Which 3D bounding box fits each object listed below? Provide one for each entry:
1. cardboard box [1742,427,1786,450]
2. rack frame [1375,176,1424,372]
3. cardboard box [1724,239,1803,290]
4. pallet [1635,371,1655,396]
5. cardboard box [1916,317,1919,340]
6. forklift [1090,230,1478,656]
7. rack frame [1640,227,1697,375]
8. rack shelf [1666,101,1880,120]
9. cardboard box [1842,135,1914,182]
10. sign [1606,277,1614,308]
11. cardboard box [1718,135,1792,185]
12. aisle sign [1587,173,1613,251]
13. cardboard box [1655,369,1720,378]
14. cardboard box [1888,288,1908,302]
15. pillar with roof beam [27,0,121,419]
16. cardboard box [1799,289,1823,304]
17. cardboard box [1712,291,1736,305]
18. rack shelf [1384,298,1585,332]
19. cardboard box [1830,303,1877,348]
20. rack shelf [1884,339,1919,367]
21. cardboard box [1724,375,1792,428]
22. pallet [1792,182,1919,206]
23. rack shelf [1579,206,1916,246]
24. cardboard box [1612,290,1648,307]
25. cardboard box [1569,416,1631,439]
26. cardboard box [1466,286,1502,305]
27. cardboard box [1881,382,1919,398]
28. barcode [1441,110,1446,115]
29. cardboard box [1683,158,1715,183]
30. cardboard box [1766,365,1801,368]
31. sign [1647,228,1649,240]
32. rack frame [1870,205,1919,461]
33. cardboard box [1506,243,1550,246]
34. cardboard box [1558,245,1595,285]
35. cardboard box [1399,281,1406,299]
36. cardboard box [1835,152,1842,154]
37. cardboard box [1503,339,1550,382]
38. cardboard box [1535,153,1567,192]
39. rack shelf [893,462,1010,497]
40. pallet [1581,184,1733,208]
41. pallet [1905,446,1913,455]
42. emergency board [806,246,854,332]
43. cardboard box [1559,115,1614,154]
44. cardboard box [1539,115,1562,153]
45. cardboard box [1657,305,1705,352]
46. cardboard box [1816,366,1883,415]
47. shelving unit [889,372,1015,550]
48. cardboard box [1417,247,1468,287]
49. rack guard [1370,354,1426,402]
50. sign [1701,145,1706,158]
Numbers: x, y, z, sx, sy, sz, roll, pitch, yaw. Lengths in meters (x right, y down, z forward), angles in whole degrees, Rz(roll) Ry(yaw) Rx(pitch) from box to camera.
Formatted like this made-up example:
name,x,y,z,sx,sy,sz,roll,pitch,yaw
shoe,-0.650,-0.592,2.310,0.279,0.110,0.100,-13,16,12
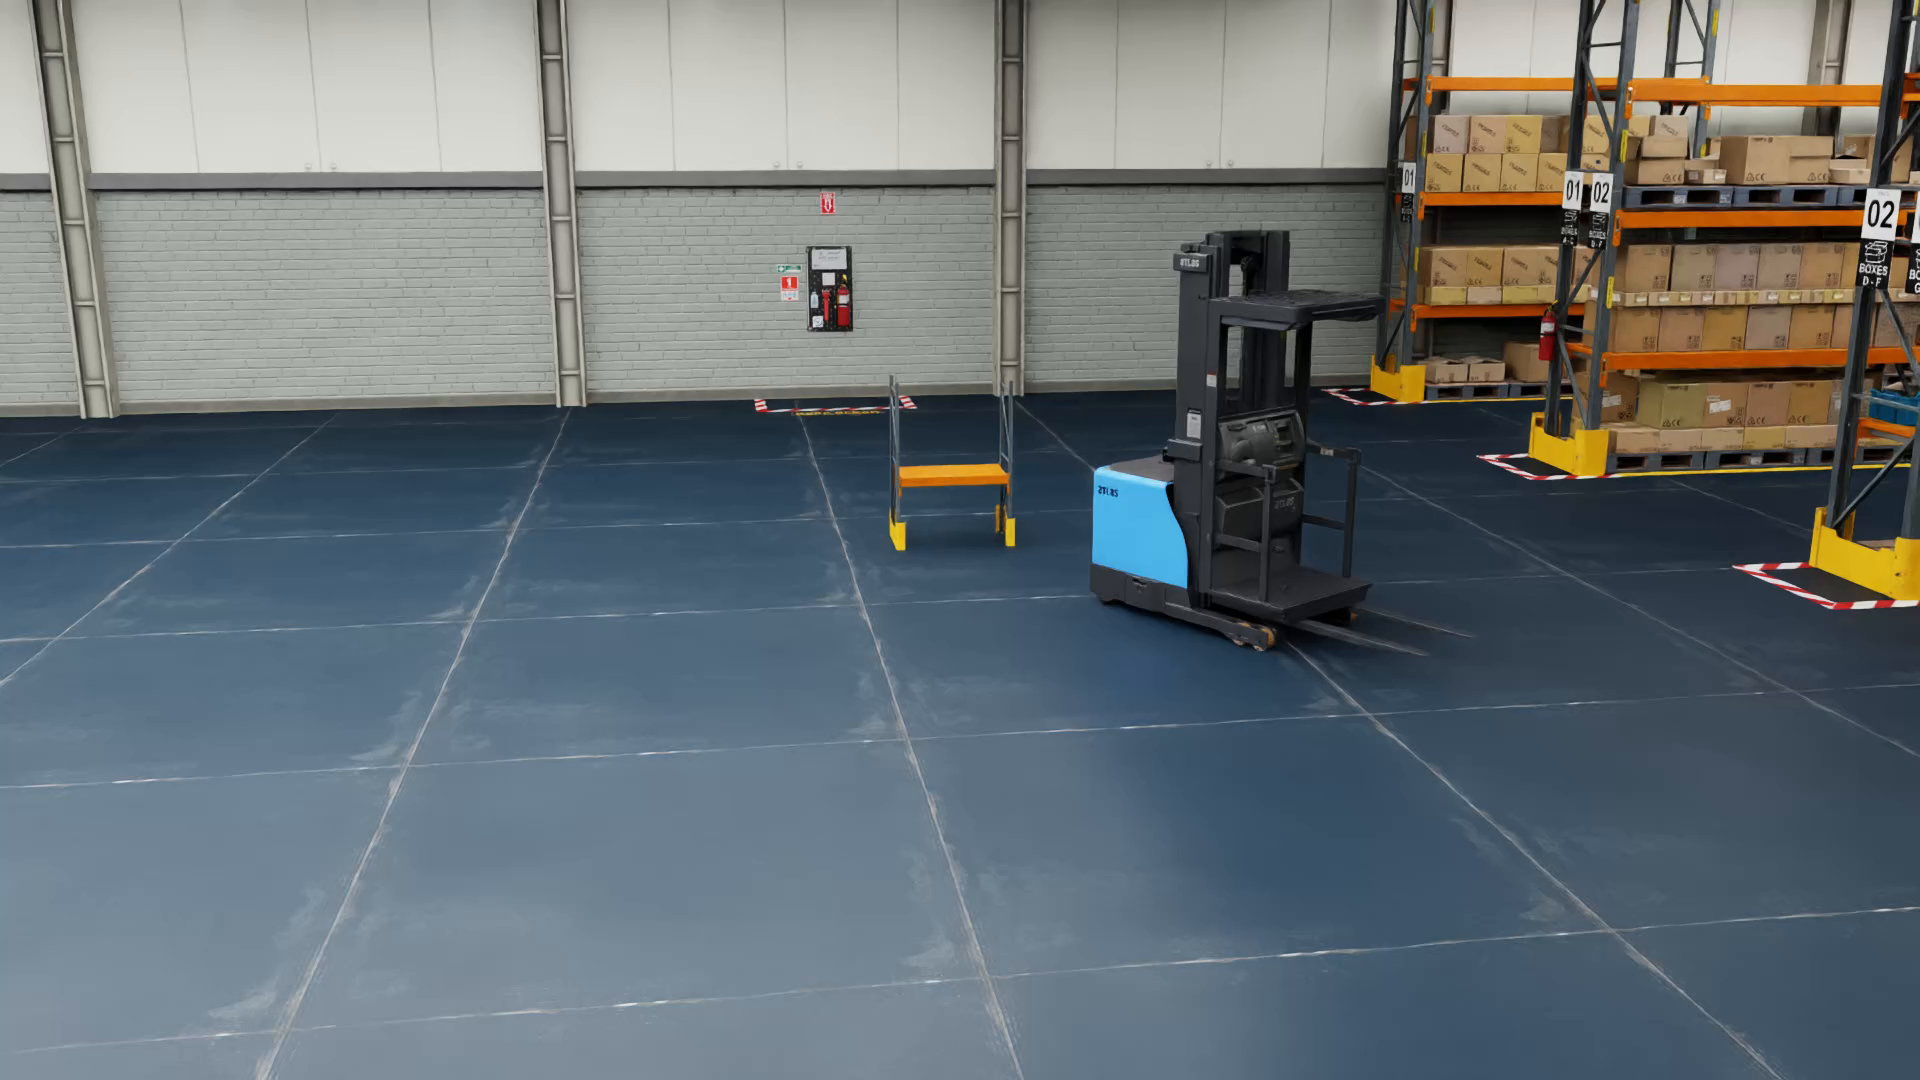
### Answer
name,x,y,z,sx,sy,sz,roll,pitch,yaw
cardboard box,8.839,-1.182,18.585,0.500,0.250,0.500,-2,14,-8
rack frame,6.050,-3.483,22.973,0.127,3.000,1.000,-2,14,-8
cardboard box,8.821,-3.042,18.342,0.500,0.500,0.700,-2,14,-8
pallet,9.347,-2.243,23.759,1.213,0.211,1.003,-2,14,-8
cardboard box,11.228,-2.392,18.931,0.500,0.250,0.500,-1,14,-5
forklift,2.387,-0.756,12.240,1.130,2.935,3.031,-12,18,-40
rack frame,10.006,-3.628,23.551,0.127,3.000,1.000,-2,14,-8
rack shelf,11.984,-6.068,23.246,4.000,0.370,1.077,-2,14,-8
cardboard box,10.210,-4.257,18.535,0.500,0.500,0.500,-1,14,-4
sign,6.869,-2.616,17.574,0.005,0.325,0.100,-2,14,-8
cardboard box,8.475,-4.061,17.755,0.500,0.500,0.500,-2,14,-8
aisle sign,6.773,-3.477,17.602,0.004,0.787,0.394,-2,14,-8
cardboard box,8.265,-1.656,18.936,0.500,0.500,0.500,-2,14,-8
cardboard box,10.266,-2.730,18.430,0.250,0.149,0.380,-2,14,-9
pillar with roof beam,-10.544,-4.939,16.444,0.400,9.000,9.100,-2,14,-8
cardboard box,9.255,-2.693,18.282,0.250,0.149,0.380,-2,14,-7
cardboard box,8.233,-2.655,18.132,0.250,0.149,0.380,-3,14,-10
rack shelf,8.028,-3.207,23.349,4.000,0.370,1.077,-2,14,-8
cardboard box,9.789,-2.447,18.635,0.500,0.500,0.700,-2,14,-9
rack shelf,12.725,-2.160,19.177,4.000,0.370,1.077,-2,14,-8
cardboard box,8.839,-1.545,18.492,0.500,0.500,0.500,-2,14,-8
pallet,9.908,-3.812,18.298,1.213,0.211,1.003,-2,14,-8
rack shelf,8.770,-3.470,18.234,4.000,0.370,1.077,-2,14,-8
cardboard box,7.212,-2.617,17.981,0.250,0.149,0.380,-2,14,-9
cardboard box,7.278,-1.252,18.866,0.500,0.250,0.500,-2,14,-8
cardboard box,7.092,-3.384,22.843,0.500,0.250,0.500,-3,14,-10
cardboard box,11.105,-1.662,19.349,0.500,0.311,0.500,-2,14,-8
barcode,6.678,-5.909,22.983,0.075,0.075,0.001,-2,14,-8
cardboard box,7.892,-4.051,18.227,0.500,0.250,0.500,-2,14,-8
cardboard box,11.745,-2.699,24.081,0.500,0.500,0.700,-2,14,-8
sign,9.920,-4.323,23.942,0.005,0.325,0.100,-2,14,-8
rack frame,10.748,-2.437,18.800,0.127,3.000,1.000,-2,14,-8
cardboard box,7.993,-3.906,23.384,0.500,0.500,0.500,-2,14,-8
cardboard box,8.592,-3.802,22.970,0.500,0.500,0.500,-3,14,-10
cardboard box,6.484,-3.484,23.242,0.500,0.250,0.500,-2,14,-7
cardboard box,12.666,-5.263,23.650,0.637,0.503,0.797,0,14,0
cardboard box,8.045,-2.523,23.377,0.500,0.500,0.700,-3,14,-12
cardboard box,7.994,-5.004,22.622,0.500,0.500,0.500,-1,14,-5
rack shelf,-0.084,-0.550,15.099,1.000,0.185,0.538,-2,14,-8
pallet,7.495,-3.723,17.945,1.213,0.211,1.003,-2,14,-8
pallet,11.470,-1.120,19.283,1.213,0.211,1.003,-2,14,-8
emergency board,-1.769,-3.419,22.716,0.643,1.169,0.194,-2,14,-8
cardboard box,8.496,-5.499,22.542,0.500,0.500,0.500,-3,14,-10
cardboard box,7.965,-5.611,22.990,0.500,0.500,0.500,-2,14,-8
cardboard box,7.774,-2.374,18.346,0.500,0.500,0.700,-2,14,-7
cardboard box,10.242,-1.729,19.225,0.500,0.500,0.500,-2,14,-8
shelving unit,-0.075,-0.725,15.057,1.083,1.500,0.587,-2,14,-8
cardboard box,6.567,-3.729,22.678,0.500,0.500,0.500,-2,14,-8
rack guard,6.126,-2.274,23.288,0.348,0.500,1.175,-2,14,-8
sign,10.094,-5.204,22.604,0.005,0.325,0.100,-2,14,-8
